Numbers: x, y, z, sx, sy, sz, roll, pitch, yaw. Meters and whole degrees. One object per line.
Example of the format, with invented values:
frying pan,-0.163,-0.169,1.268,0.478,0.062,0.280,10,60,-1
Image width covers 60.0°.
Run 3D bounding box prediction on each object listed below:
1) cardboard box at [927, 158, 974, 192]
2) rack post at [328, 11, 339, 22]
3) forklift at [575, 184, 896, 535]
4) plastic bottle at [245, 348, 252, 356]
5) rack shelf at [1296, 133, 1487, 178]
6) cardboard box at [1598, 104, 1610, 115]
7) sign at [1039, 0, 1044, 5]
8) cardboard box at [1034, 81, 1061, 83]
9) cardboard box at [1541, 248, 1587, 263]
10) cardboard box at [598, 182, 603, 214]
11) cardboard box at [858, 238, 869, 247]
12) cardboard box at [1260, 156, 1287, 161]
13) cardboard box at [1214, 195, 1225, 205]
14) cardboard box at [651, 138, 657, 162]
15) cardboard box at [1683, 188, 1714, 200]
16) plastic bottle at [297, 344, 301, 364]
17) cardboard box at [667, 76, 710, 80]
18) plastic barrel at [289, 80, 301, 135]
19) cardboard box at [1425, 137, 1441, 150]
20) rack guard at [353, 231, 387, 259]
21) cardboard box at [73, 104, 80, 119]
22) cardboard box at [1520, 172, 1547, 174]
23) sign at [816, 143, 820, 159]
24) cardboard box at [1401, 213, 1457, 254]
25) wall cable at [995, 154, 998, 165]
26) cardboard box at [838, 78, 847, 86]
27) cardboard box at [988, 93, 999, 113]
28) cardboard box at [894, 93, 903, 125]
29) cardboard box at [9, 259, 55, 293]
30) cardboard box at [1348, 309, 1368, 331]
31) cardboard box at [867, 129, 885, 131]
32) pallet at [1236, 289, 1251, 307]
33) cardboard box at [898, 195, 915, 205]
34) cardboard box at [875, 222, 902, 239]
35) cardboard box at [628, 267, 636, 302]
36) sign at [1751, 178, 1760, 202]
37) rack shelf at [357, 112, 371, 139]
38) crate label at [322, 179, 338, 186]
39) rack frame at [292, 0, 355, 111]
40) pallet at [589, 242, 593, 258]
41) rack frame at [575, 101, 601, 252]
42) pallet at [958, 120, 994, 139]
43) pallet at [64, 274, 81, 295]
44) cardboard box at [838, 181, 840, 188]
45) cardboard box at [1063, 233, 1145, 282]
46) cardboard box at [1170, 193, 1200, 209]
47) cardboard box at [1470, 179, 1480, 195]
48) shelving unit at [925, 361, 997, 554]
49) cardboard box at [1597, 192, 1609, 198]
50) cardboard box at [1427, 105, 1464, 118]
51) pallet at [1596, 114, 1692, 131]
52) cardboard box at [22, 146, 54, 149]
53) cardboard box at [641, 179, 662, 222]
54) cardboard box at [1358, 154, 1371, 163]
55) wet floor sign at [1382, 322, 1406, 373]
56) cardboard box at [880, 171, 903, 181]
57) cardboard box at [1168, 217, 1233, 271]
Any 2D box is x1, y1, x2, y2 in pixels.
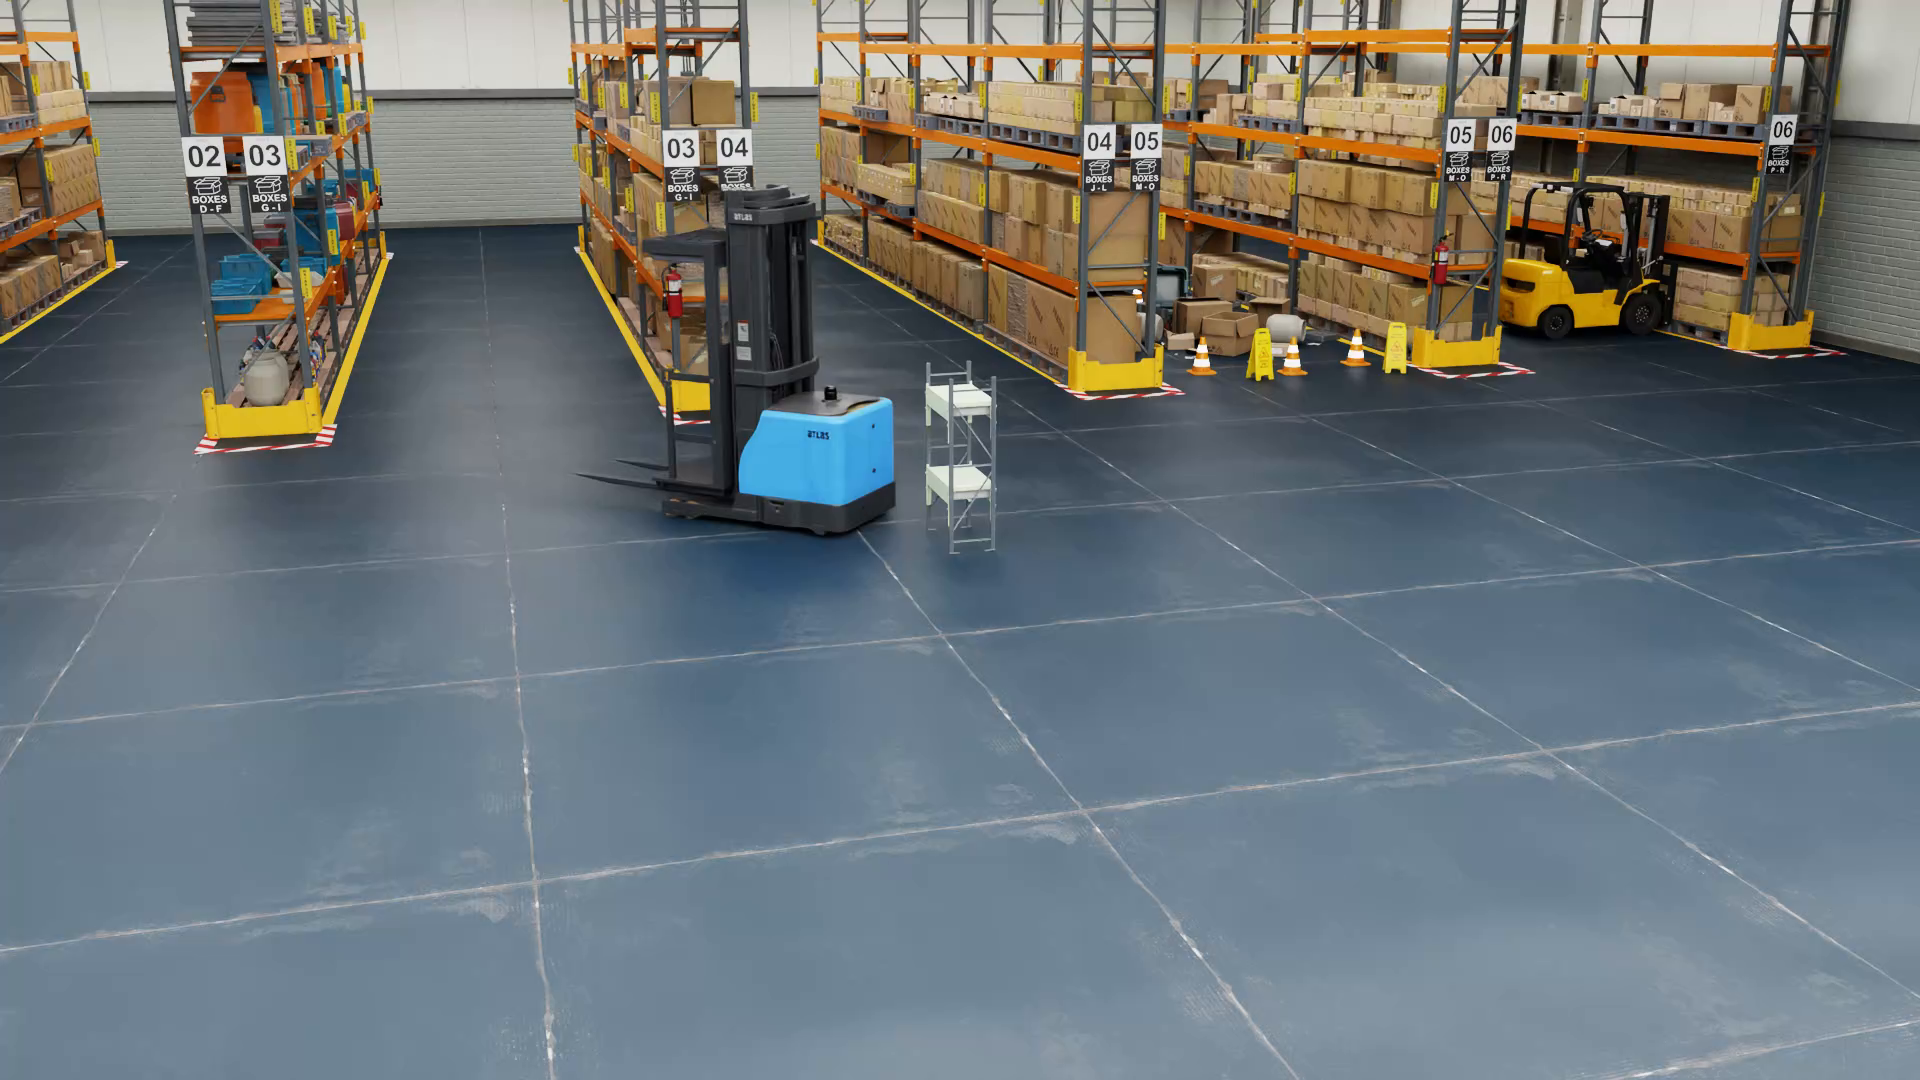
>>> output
cardboard box,-0.146,-5.980,27.235,0.700,0.500,0.500,-5,17,-16
rack post,-10.716,-8.531,27.341,0.937,0.300,0.954,-5,17,-16
forklift,-2.147,-1.716,15.070,3.031,2.935,1.130,8,18,25
plastic bottle,-8.677,-2.181,20.339,0.144,0.351,0.185,-4,17,-13
rack shelf,6.121,-5.430,23.352,1.077,0.370,4.000,-5,17,-15
cardboard box,10.174,-6.702,25.868,0.380,0.149,0.250,-4,17,-14
sign,1.738,-11.565,35.411,0.100,0.325,0.005,-5,17,-15
cardboard box,1.247,-6.343,23.288,0.380,0.149,0.250,-5,17,-16
cardboard box,10.189,-4.492,27.590,0.875,0.625,0.625,-4,17,-13
cardboard box,-5.993,-5.944,28.853,0.500,0.500,0.500,-5,17,-17
cardboard box,-1.751,-5.725,32.006,0.380,0.149,0.250,-4,17,-14
cardboard box,5.193,-6.270,27.562,0.380,0.149,0.250,-6,18,-18
cardboard box,4.515,-5.736,28.041,0.380,0.149,0.250,-5,17,-15
cardboard box,-3.375,-4.617,19.656,0.500,0.250,0.500,-5,17,-15
cardboard box,10.770,-5.036,24.184,0.380,0.149,0.250,-4,17,-14
plastic bottle,-8.348,-2.395,21.182,0.152,0.276,0.135,-5,17,-15
cardboard box,-3.588,-5.870,22.006,0.500,0.500,0.500,-5,17,-17
plastic barrel,-9.622,-6.040,23.384,0.600,0.830,0.708,-5,17,-15
cardboard box,6.304,-5.178,21.698,0.380,0.149,0.250,-5,17,-15
rack guard,-12.036,-5.844,33.038,1.175,0.500,0.348,-5,17,-15
cardboard box,-16.259,-7.749,30.083,0.500,0.250,0.500,-5,17,-15
cardboard box,10.000,-6.333,29.018,0.380,0.149,0.250,-5,17,-16
sign,-2.980,-8.163,34.909,0.100,0.325,0.005,-5,17,-15
cardboard box,6.257,-4.104,22.209,0.500,0.500,0.500,-5,17,-16
wall cable,0.701,-10.270,41.608,0.585,1.953,0.123,-5,17,-15
cardboard box,-2.177,-8.969,32.582,0.380,0.149,0.250,-5,17,-16
cardboard box,0.705,-6.071,23.074,0.500,0.250,0.500,-5,17,-15
cardboard box,-0.811,-7.338,28.279,0.500,0.500,0.500,-5,17,-15
cardboard box,-15.143,-4.301,27.136,0.500,0.500,0.500,-5,17,-15
cardboard box,5.906,-3.160,23.807,0.500,0.250,0.500,-5,18,-17
cardboard box,-1.654,-7.924,33.190,0.500,0.500,0.500,-5,18,-17
pallet,5.017,-4.109,27.765,1.003,0.211,1.213,-5,17,-15
cardboard box,-0.837,-5.759,28.118,0.380,0.149,0.250,-4,17,-14
cardboard box,-1.261,-5.676,30.444,0.500,0.250,0.500,-4,17,-14
cardboard box,-4.853,-4.044,26.282,0.700,0.500,0.500,-6,18,-18
sign,10.917,-4.807,22.818,0.100,0.325,0.005,-5,17,-15
rack shelf,-11.467,-7.574,30.490,1.077,0.370,4.000,-5,17,-15
crate label,-12.266,-6.890,32.362,0.416,0.233,0.303,-5,17,-15
rack frame,-10.918,-8.802,28.114,1.000,3.000,0.127,-5,17,-15
pallet,-6.960,-5.877,33.649,1.003,0.211,1.213,-5,17,-15
rack frame,-7.255,-7.427,33.964,1.000,3.000,0.127,-5,17,-15
pallet,0.540,-6.067,24.553,0.805,0.209,1.217,-5,18,-17
pallet,-15.869,-4.393,28.710,1.003,0.211,1.213,-5,17,-15
cardboard box,-2.257,-7.201,33.649,0.380,0.149,0.250,-5,17,-16
cardboard box,1.793,-3.537,20.751,0.875,0.550,0.550,-5,17,-15
cardboard box,4.083,-6.045,29.624,0.500,0.250,0.500,-5,18,-17
cardboard box,9.267,-6.278,29.530,0.500,0.250,0.500,-4,17,-14
shelving unit,0.002,-0.716,14.230,0.431,1.500,0.755,-5,17,-15
cardboard box,10.250,-5.463,26.123,0.380,0.149,0.250,-4,17,-14
cardboard box,6.294,-5.553,21.562,0.380,0.149,0.250,-5,17,-15
pallet,10.602,-6.445,25.634,1.003,0.211,1.213,-5,17,-15
cardboard box,-16.761,-6.884,30.244,0.500,0.500,0.500,-5,17,-15
cardboard box,-3.802,-4.356,21.311,0.500,0.500,0.500,-5,17,-15
cardboard box,8.205,-7.452,33.142,0.700,0.500,0.500,-5,17,-15
wet floor sign,5.694,-2.520,21.721,0.267,0.644,0.232,1,17,4
cardboard box,-1.188,-6.401,29.221,0.380,0.149,0.250,-4,17,-13
cardboard box,4.362,-5.379,30.108,0.875,0.875,0.875,-5,17,-16
